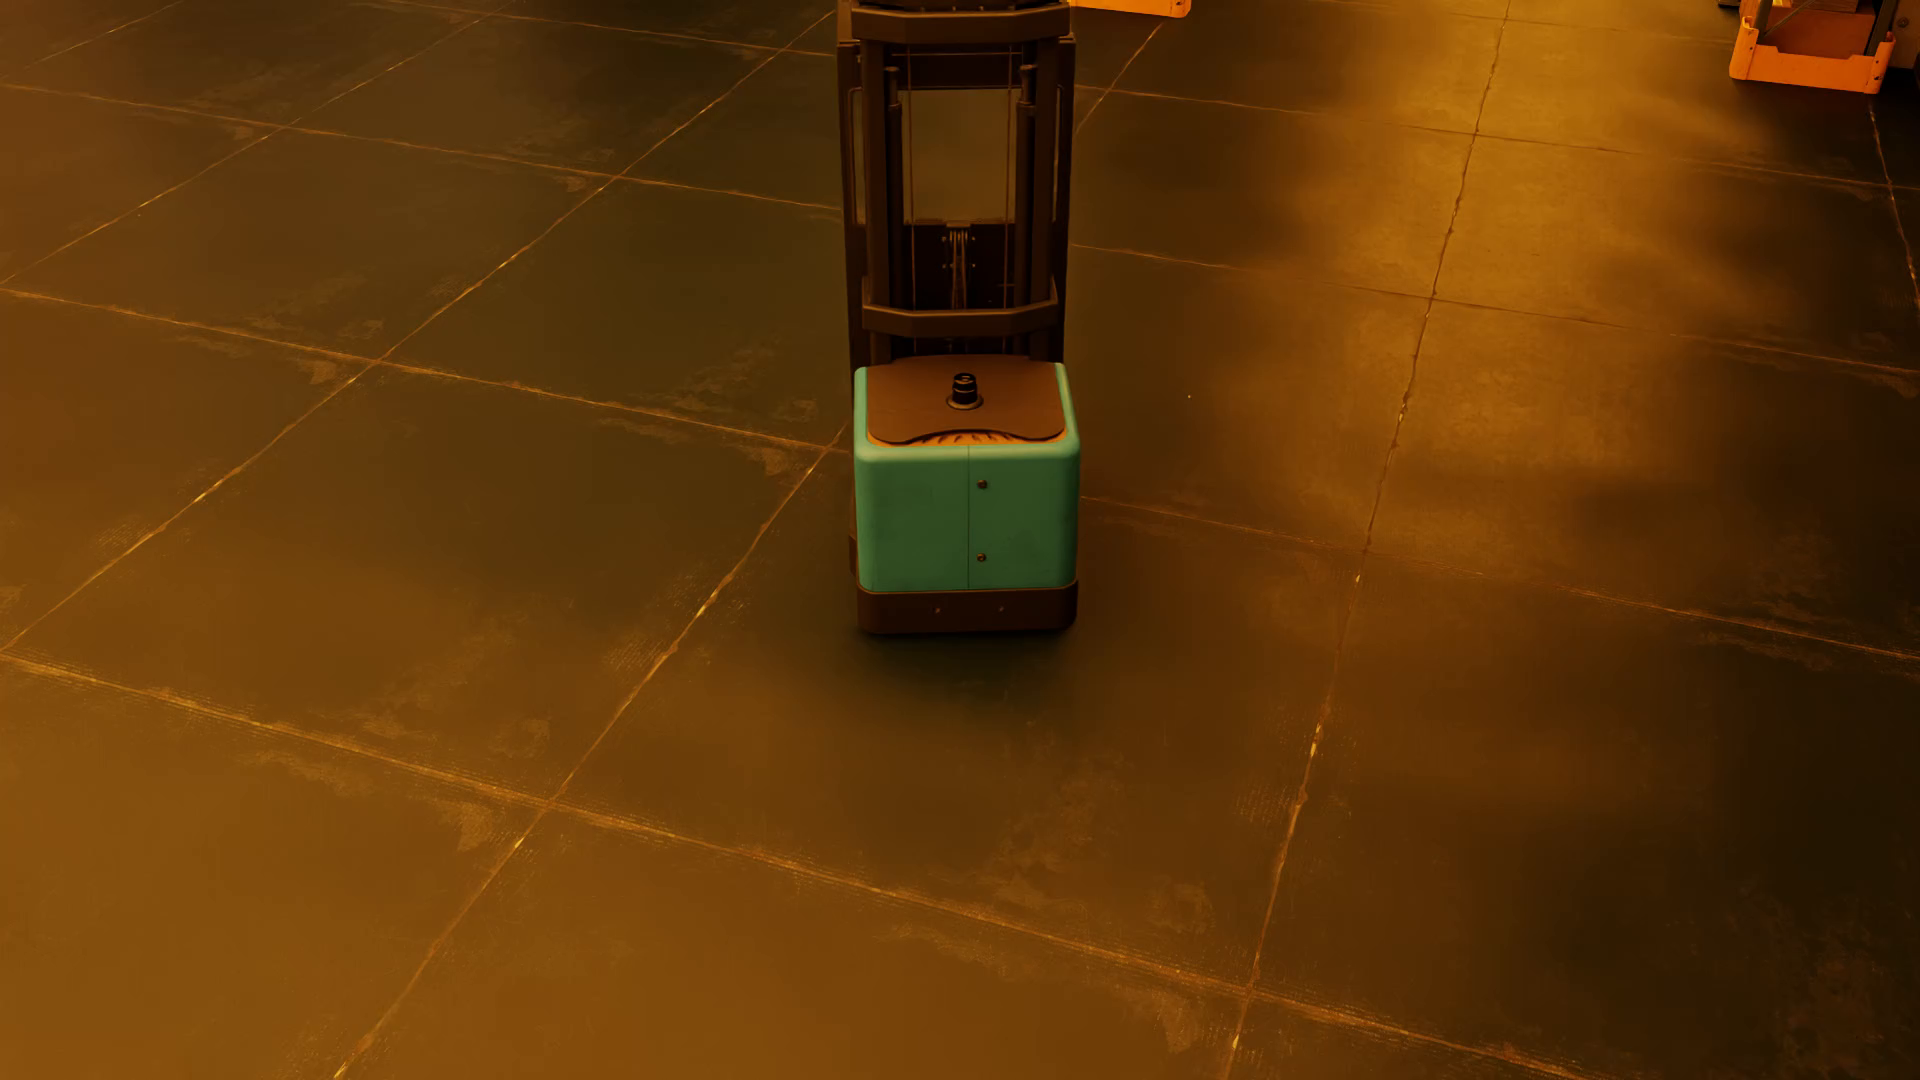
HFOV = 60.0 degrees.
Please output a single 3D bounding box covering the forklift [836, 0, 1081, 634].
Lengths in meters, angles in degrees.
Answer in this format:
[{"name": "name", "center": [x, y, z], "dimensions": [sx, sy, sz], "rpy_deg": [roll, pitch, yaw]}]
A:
[{"name": "forklift", "center": [-0.031, -1.576, 8.334], "dimensions": [1.130, 2.935, 3.031], "rpy_deg": [-2, 35, -2]}]
